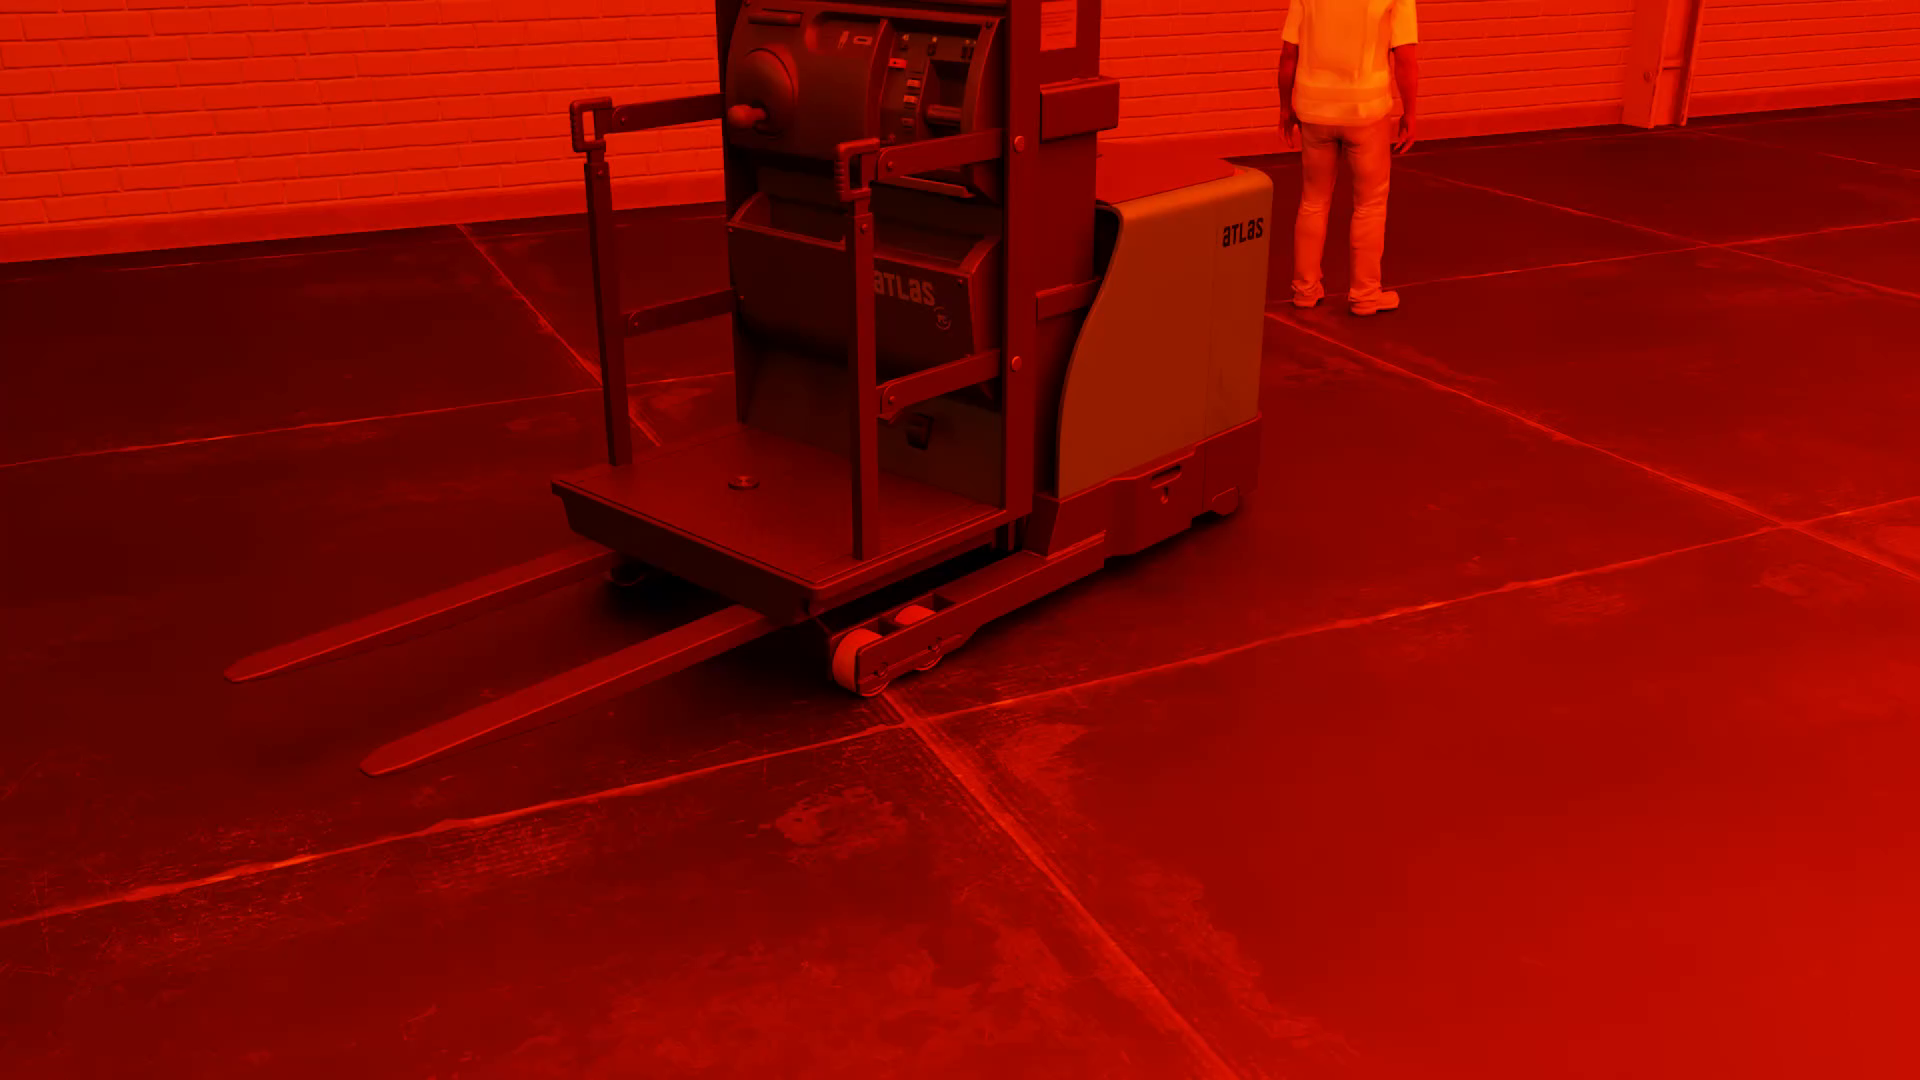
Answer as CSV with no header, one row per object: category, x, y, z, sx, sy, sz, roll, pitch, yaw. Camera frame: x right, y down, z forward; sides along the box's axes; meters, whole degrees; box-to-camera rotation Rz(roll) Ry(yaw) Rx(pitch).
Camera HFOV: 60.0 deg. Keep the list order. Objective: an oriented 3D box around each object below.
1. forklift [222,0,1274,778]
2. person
forklift,-0.413,-1.182,4.131,1.130,2.935,3.031,19,29,39
person,1.723,-1.904,7.401,0.629,1.759,0.461,12,26,27
